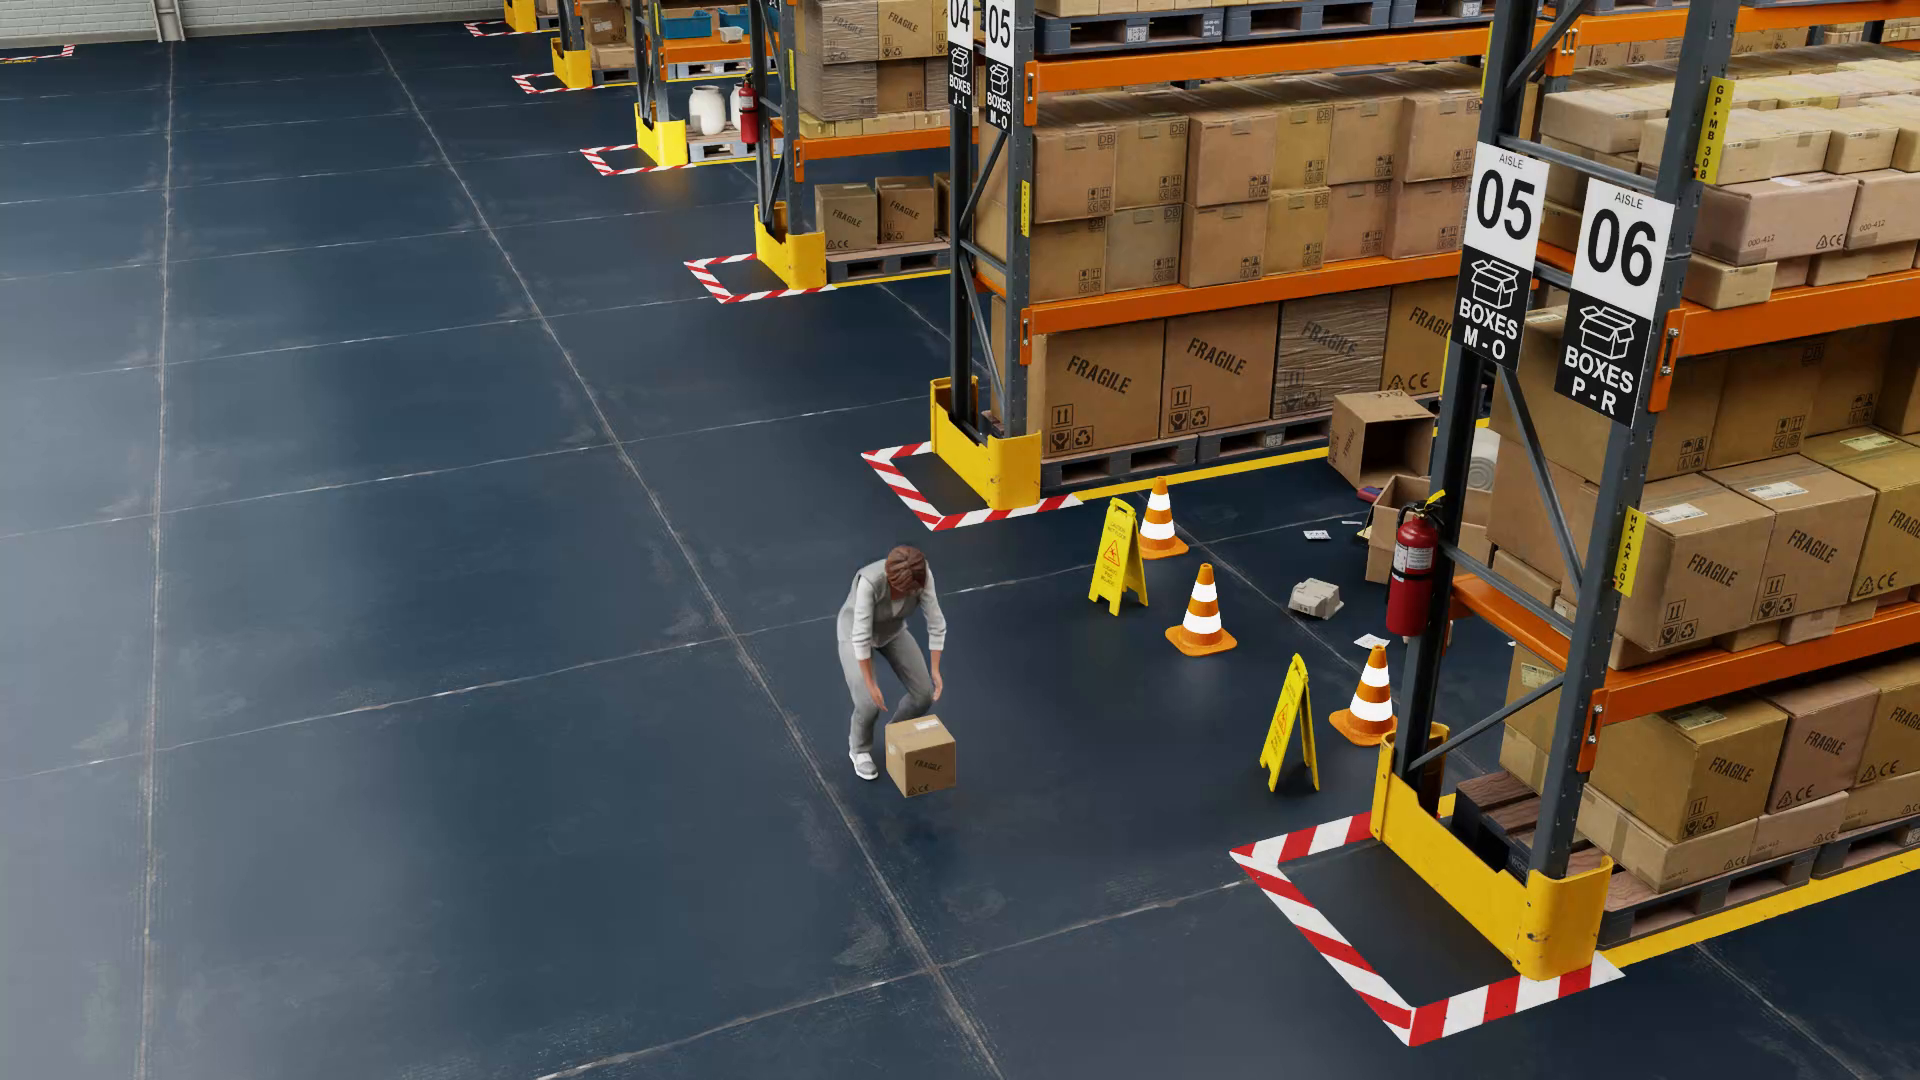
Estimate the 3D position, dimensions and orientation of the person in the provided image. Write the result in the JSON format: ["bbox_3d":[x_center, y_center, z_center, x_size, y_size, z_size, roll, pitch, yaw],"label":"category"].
[{"bbox_3d":[-0.324,0.537,7.901,0.463,1.284,0.654,-11,28,-20],"label":"person"}]
